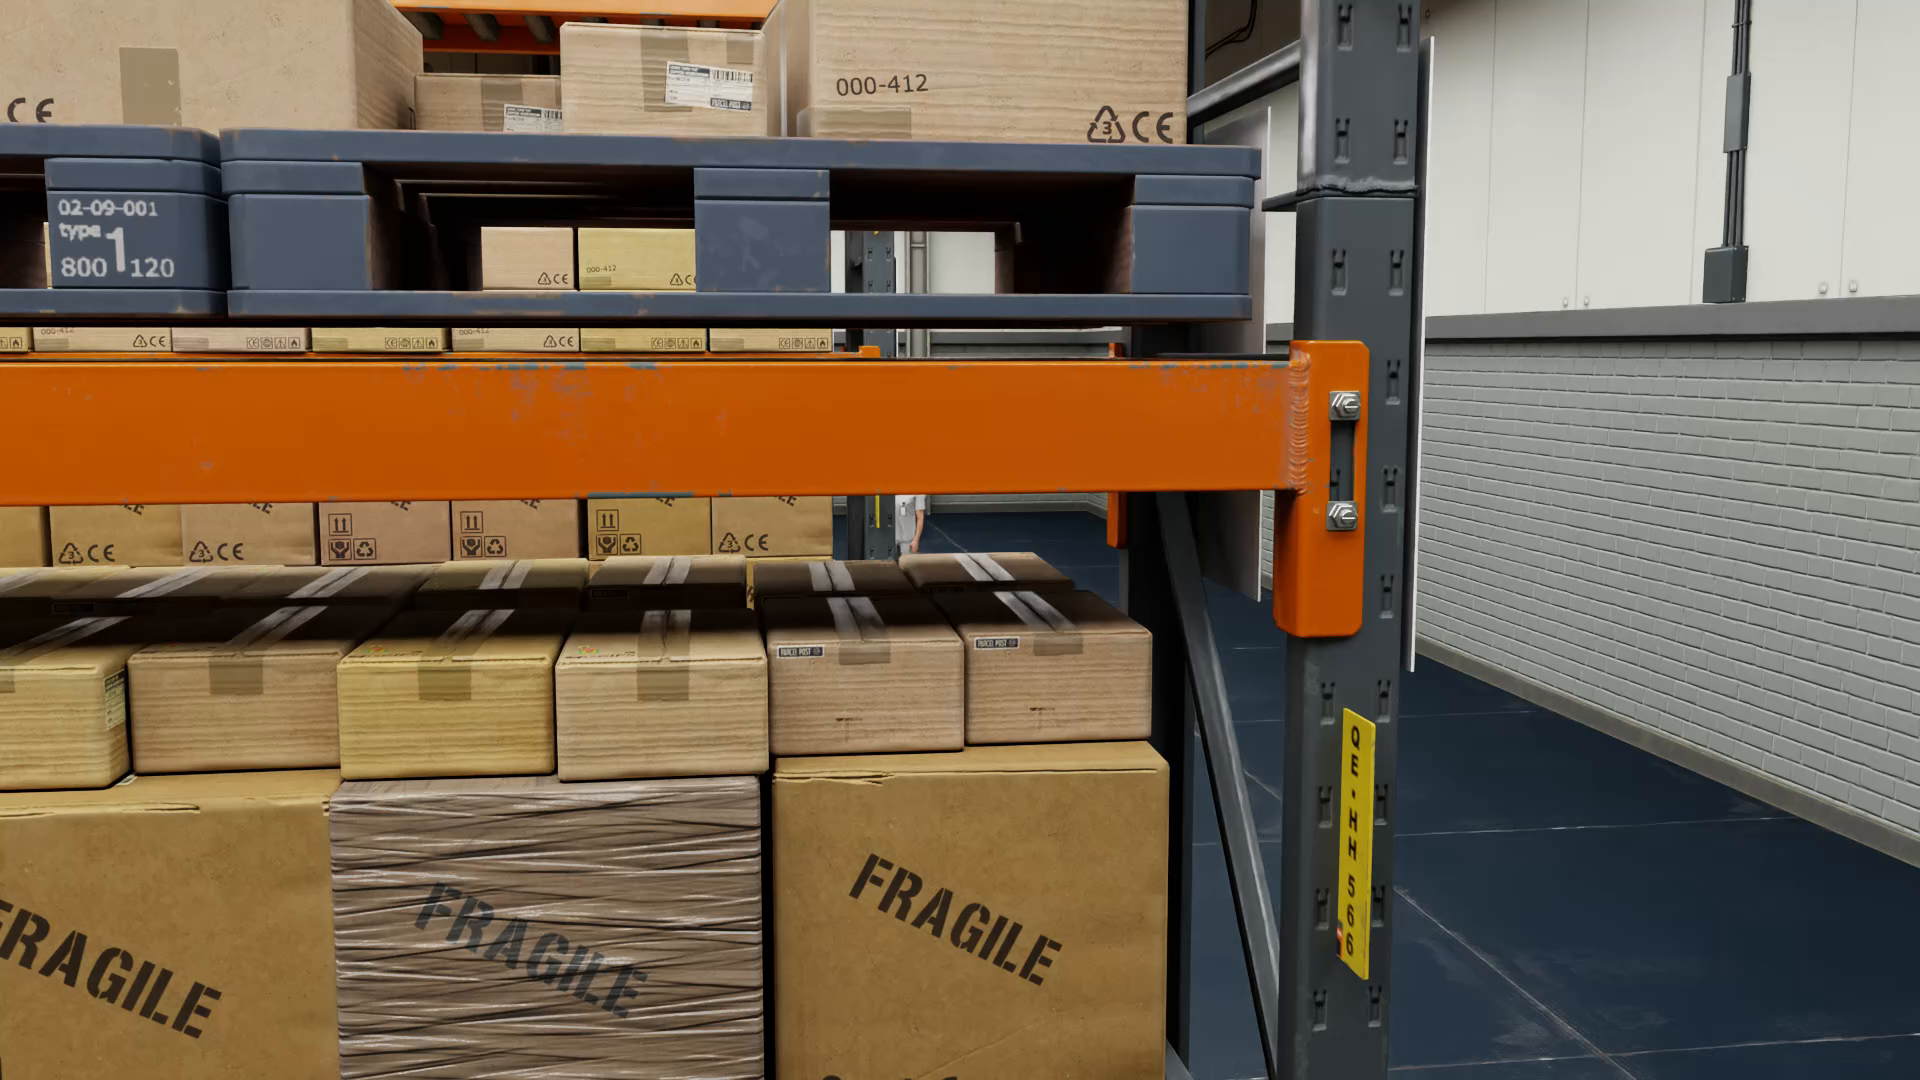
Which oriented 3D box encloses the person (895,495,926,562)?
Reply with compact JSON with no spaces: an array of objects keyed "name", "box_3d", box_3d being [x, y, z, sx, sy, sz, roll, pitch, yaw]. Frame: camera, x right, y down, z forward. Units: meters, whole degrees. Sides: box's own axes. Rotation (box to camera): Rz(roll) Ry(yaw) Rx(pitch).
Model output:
[{"name":"person","box_3d":[-0.583,0.048,16.960,0.469,1.737,0.445,4,8,29]}]
